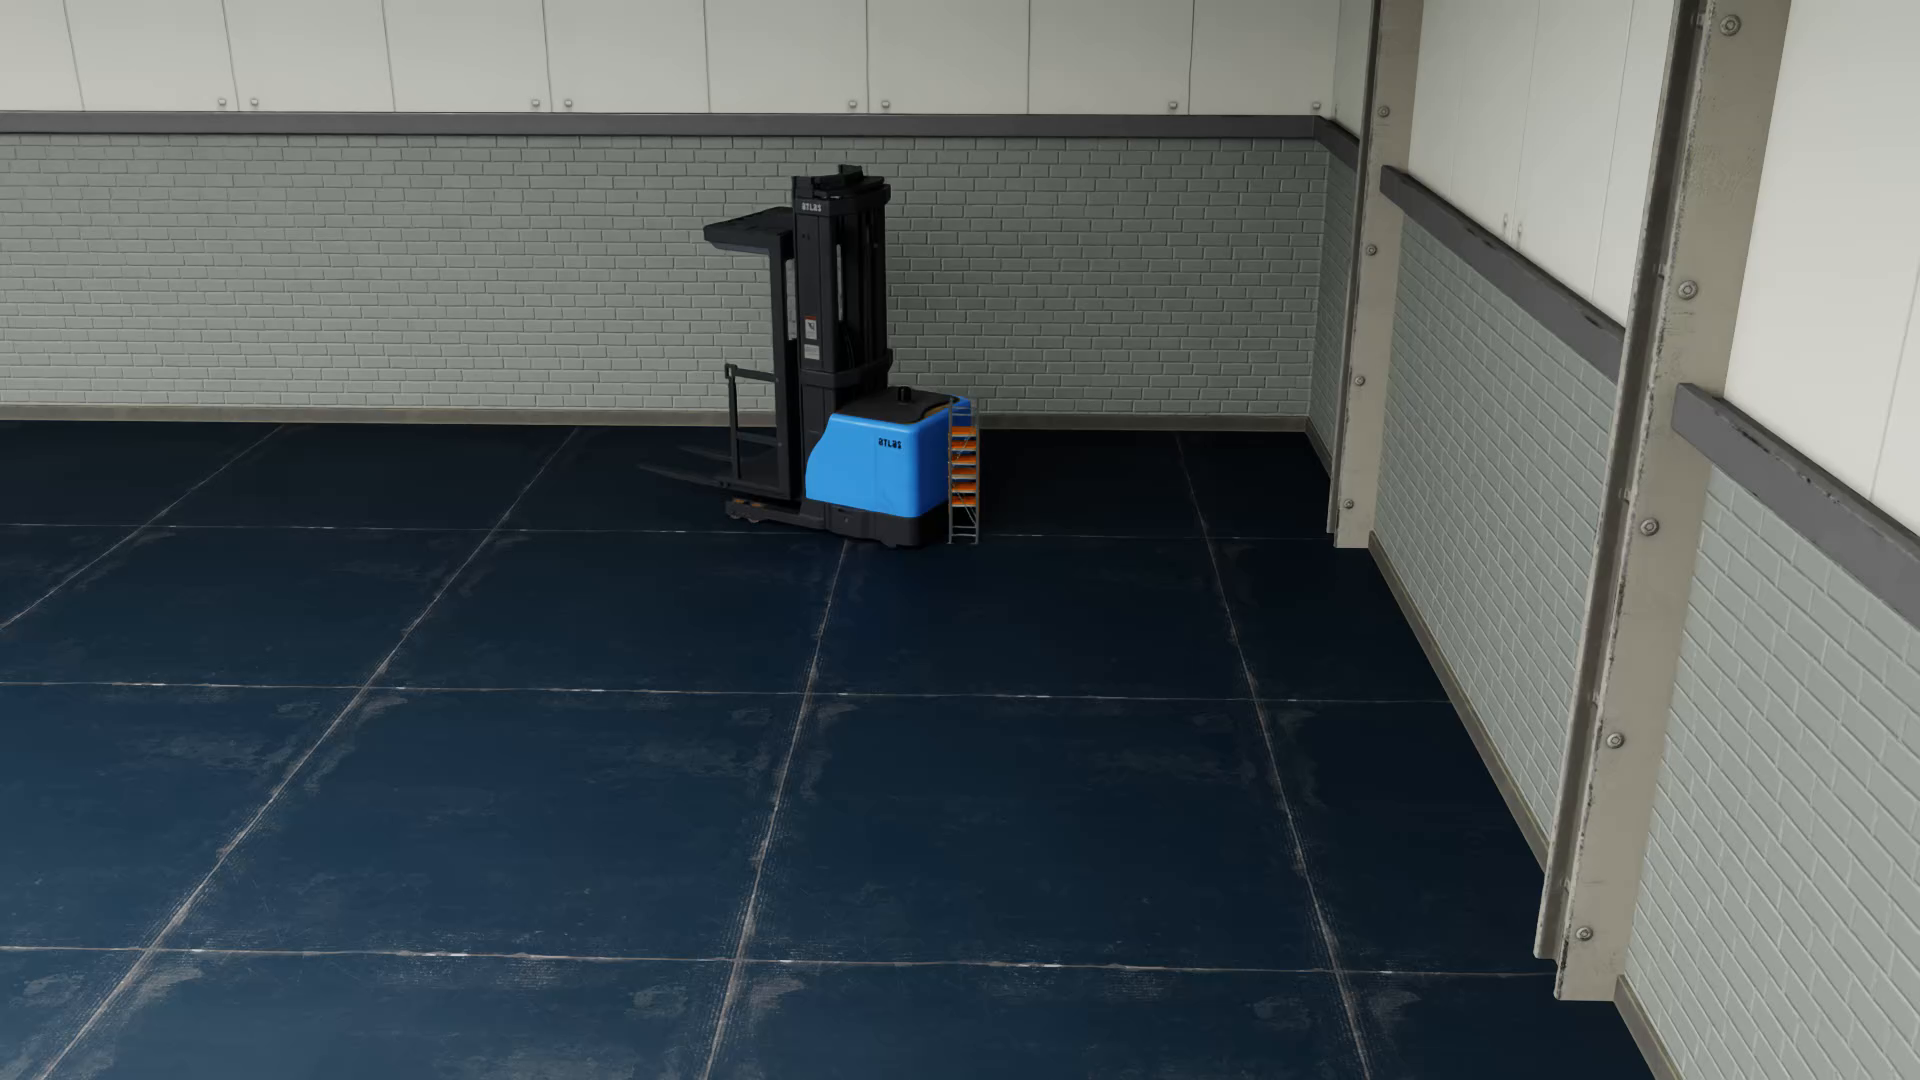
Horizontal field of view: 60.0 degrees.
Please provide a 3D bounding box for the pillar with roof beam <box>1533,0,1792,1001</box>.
[{"bbox_3d":[-1.247,-2.081,6.745,9.100,9.000,0.400,1,21,2],"label":"pillar with roof beam"}]

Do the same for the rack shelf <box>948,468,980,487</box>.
[{"bbox_3d":[0.034,-0.516,13.615,0.258,0.103,0.180,1,21,3],"label":"rack shelf"}]

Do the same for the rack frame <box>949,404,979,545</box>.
[{"bbox_3d":[0.029,-0.524,13.514,0.240,1.200,0.006,1,21,3],"label":"rack frame"}]

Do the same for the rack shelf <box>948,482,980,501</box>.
[{"bbox_3d":[0.034,-0.404,13.658,0.258,0.103,0.180,1,21,3],"label":"rack shelf"}]

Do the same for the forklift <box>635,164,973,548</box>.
[{"bbox_3d":[-1.432,-1.667,14.066,3.031,2.935,1.130,11,24,27],"label":"forklift"}]

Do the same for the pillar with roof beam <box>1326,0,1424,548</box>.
[{"bbox_3d":[-1.064,-4.250,12.336,9.100,9.000,0.400,1,21,2],"label":"pillar with roof beam"}]

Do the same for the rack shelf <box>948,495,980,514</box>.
[{"bbox_3d":[0.034,-0.292,13.702,0.258,0.103,0.180,1,21,3],"label":"rack shelf"}]

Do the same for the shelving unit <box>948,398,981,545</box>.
[{"bbox_3d":[0.034,-0.557,13.599,0.258,1.200,0.189,1,21,3],"label":"shelving unit"}]

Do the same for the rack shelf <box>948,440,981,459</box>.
[{"bbox_3d":[0.034,-0.739,13.528,0.258,0.103,0.180,1,21,3],"label":"rack shelf"}]

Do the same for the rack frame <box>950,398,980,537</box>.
[{"bbox_3d":[0.039,-0.590,13.684,0.240,1.200,0.006,1,21,3],"label":"rack frame"}]

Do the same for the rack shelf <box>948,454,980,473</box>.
[{"bbox_3d":[0.034,-0.627,13.572,0.258,0.103,0.180,1,21,3],"label":"rack shelf"}]

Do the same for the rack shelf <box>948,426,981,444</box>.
[{"bbox_3d":[0.034,-0.851,13.485,0.258,0.103,0.180,1,21,3],"label":"rack shelf"}]
